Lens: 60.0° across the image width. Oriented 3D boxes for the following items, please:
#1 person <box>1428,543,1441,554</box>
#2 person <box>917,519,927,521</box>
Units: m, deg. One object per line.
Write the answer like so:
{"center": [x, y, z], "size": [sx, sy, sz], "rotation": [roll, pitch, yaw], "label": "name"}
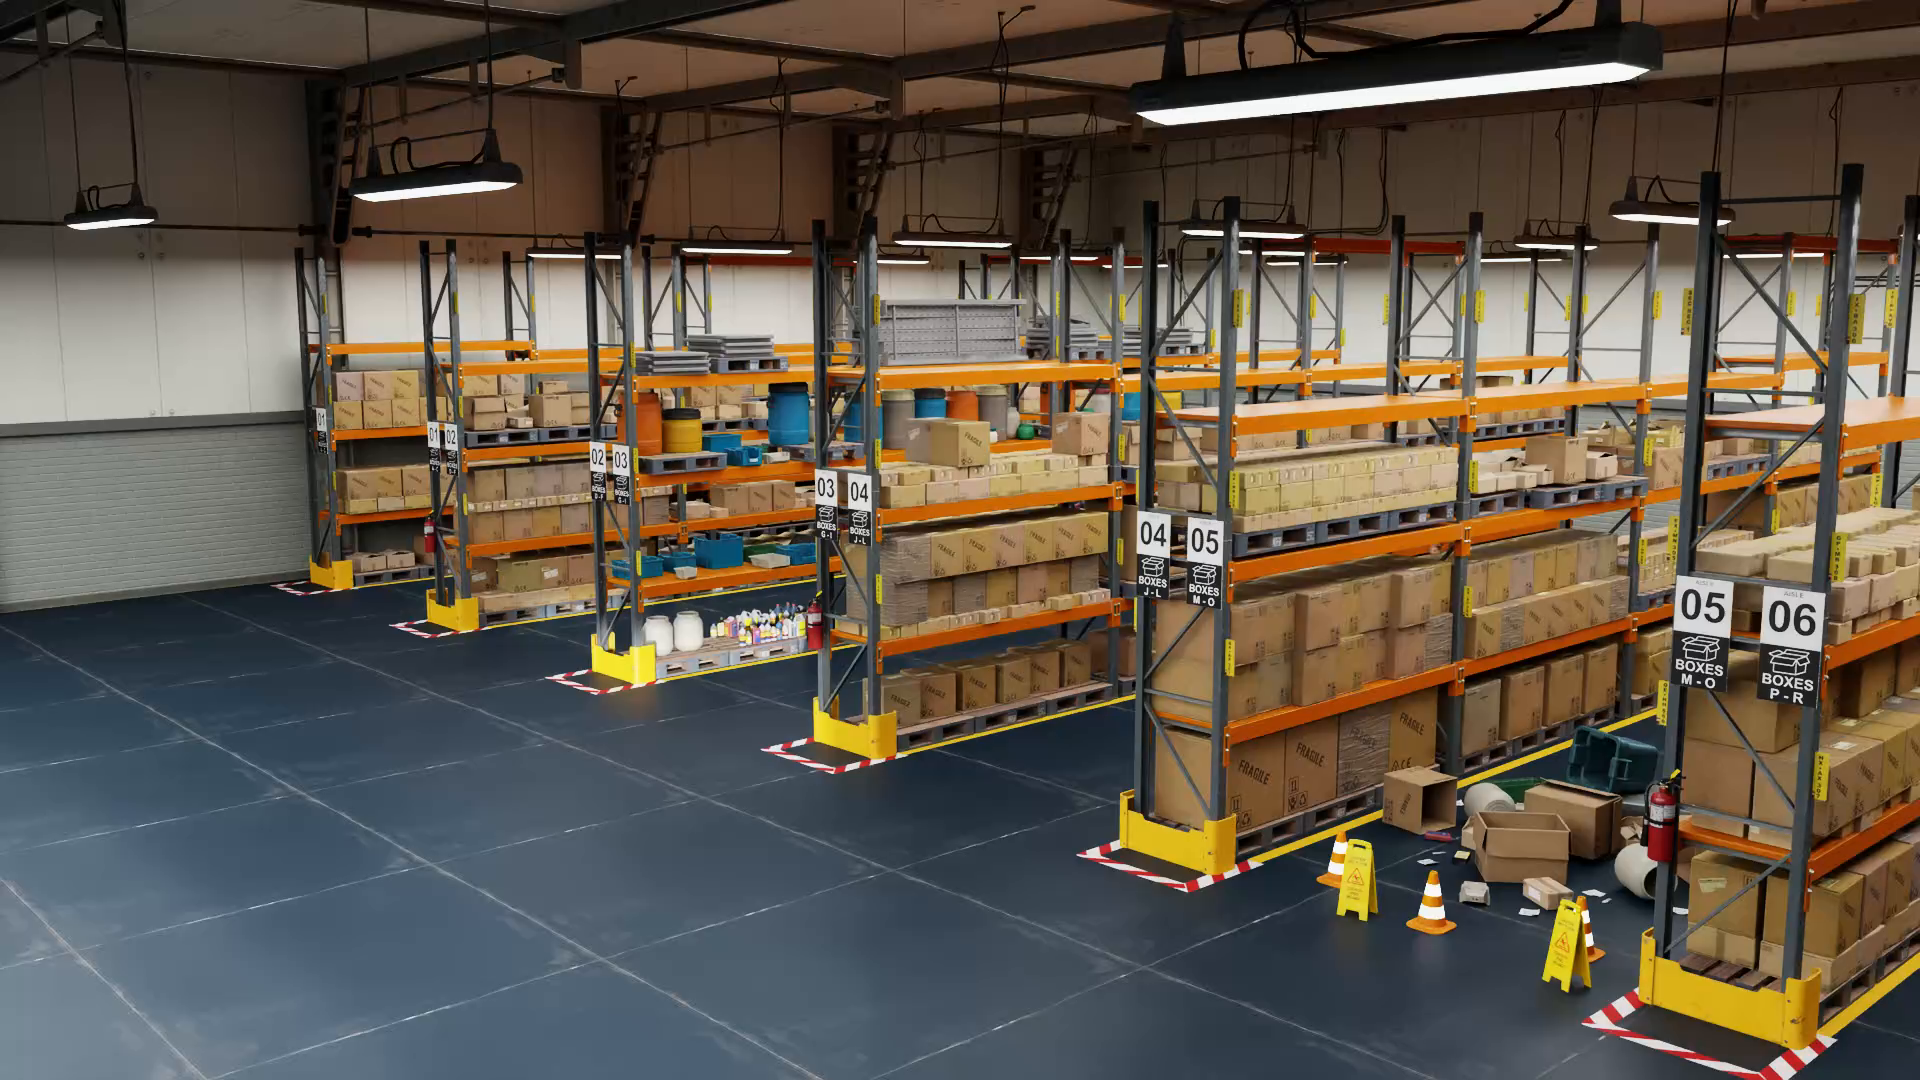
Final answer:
{"center": [6.928, 0.811, 24.267], "size": [0.722, 1.621, 0.576], "rotation": [-6, 10, -35], "label": "person"}
{"center": [-0.725, -0.322, 29.717], "size": [0.839, 1.821, 0.614], "rotation": [-8, 12, -44], "label": "person"}
